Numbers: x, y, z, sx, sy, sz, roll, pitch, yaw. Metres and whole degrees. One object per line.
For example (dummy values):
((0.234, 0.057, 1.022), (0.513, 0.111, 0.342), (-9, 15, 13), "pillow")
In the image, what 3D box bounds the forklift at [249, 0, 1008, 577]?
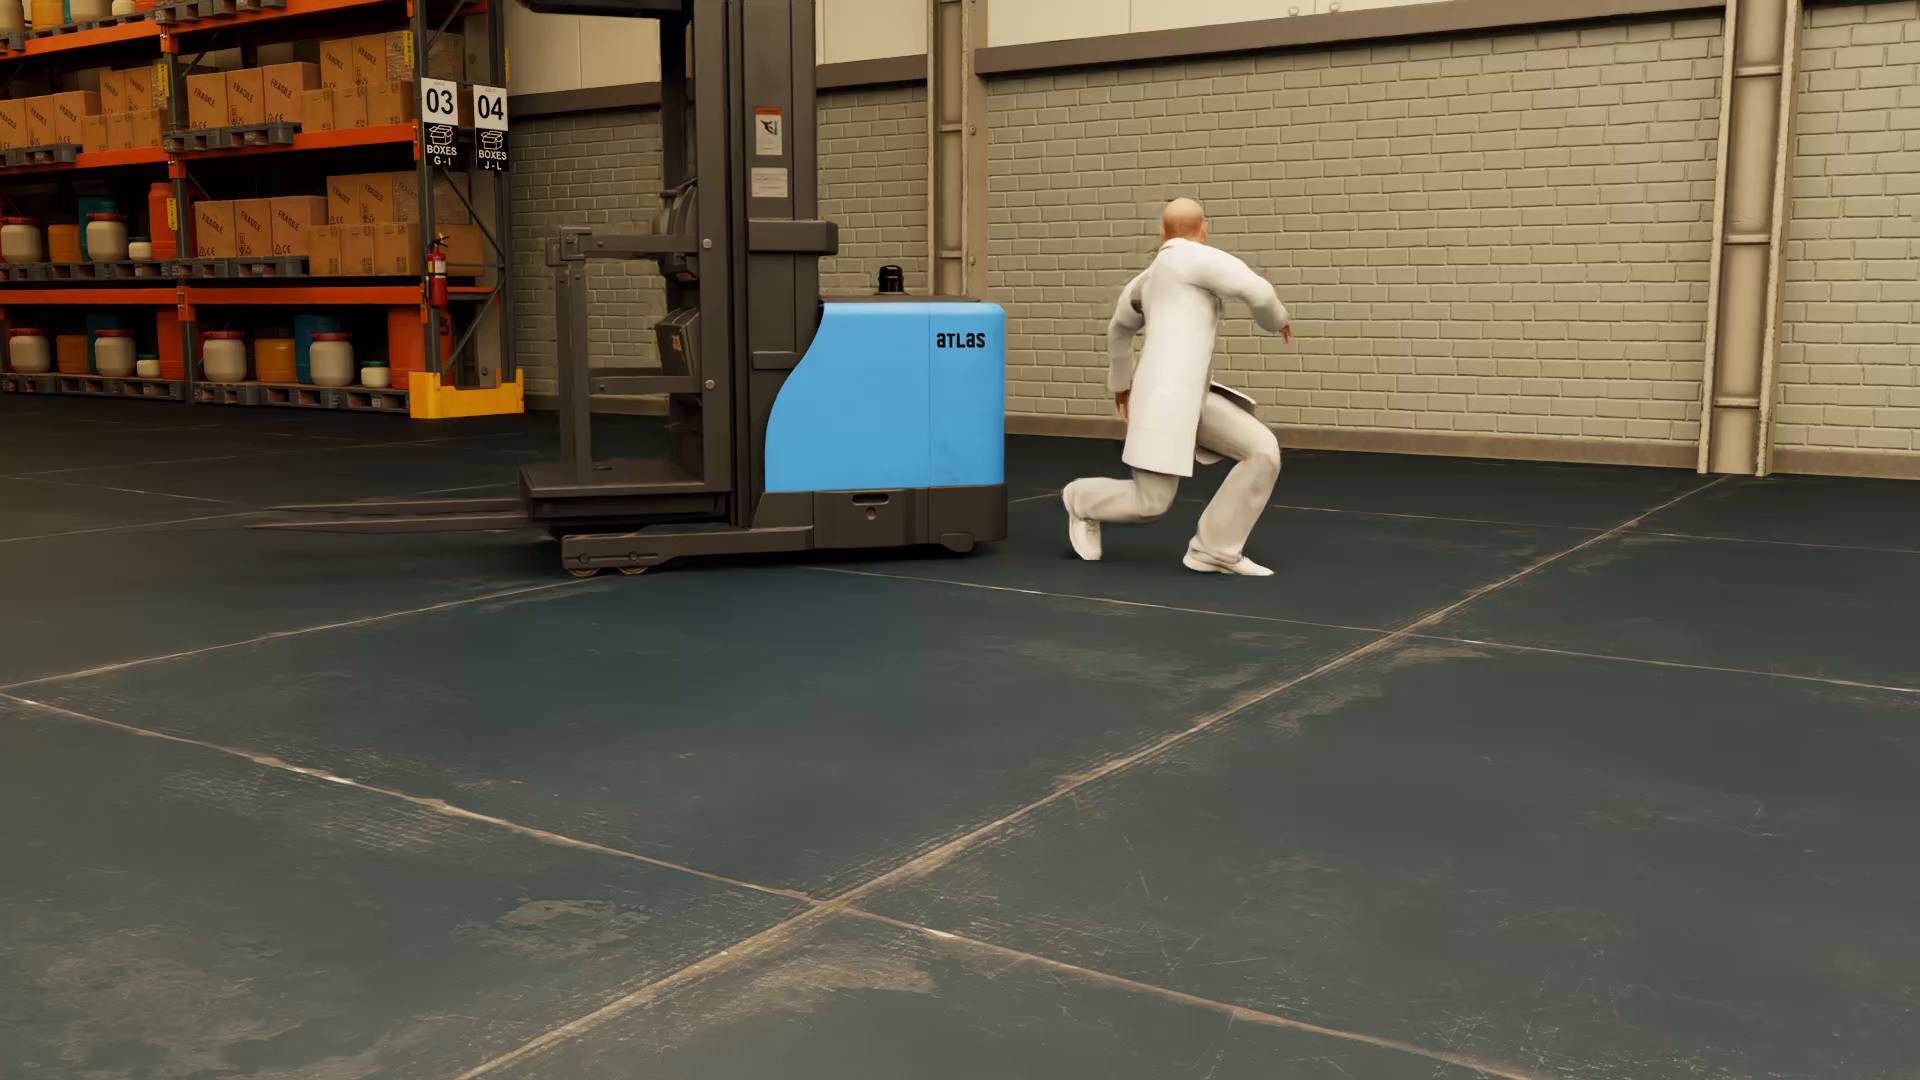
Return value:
((-1.372, -1.387, 6.947), (3.031, 2.935, 1.130), (-2, 8, -17), "forklift")

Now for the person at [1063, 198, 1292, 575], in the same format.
((0.860, -0.618, 6.805), (0.975, 1.536, 0.721), (4, 9, 25), "person")
